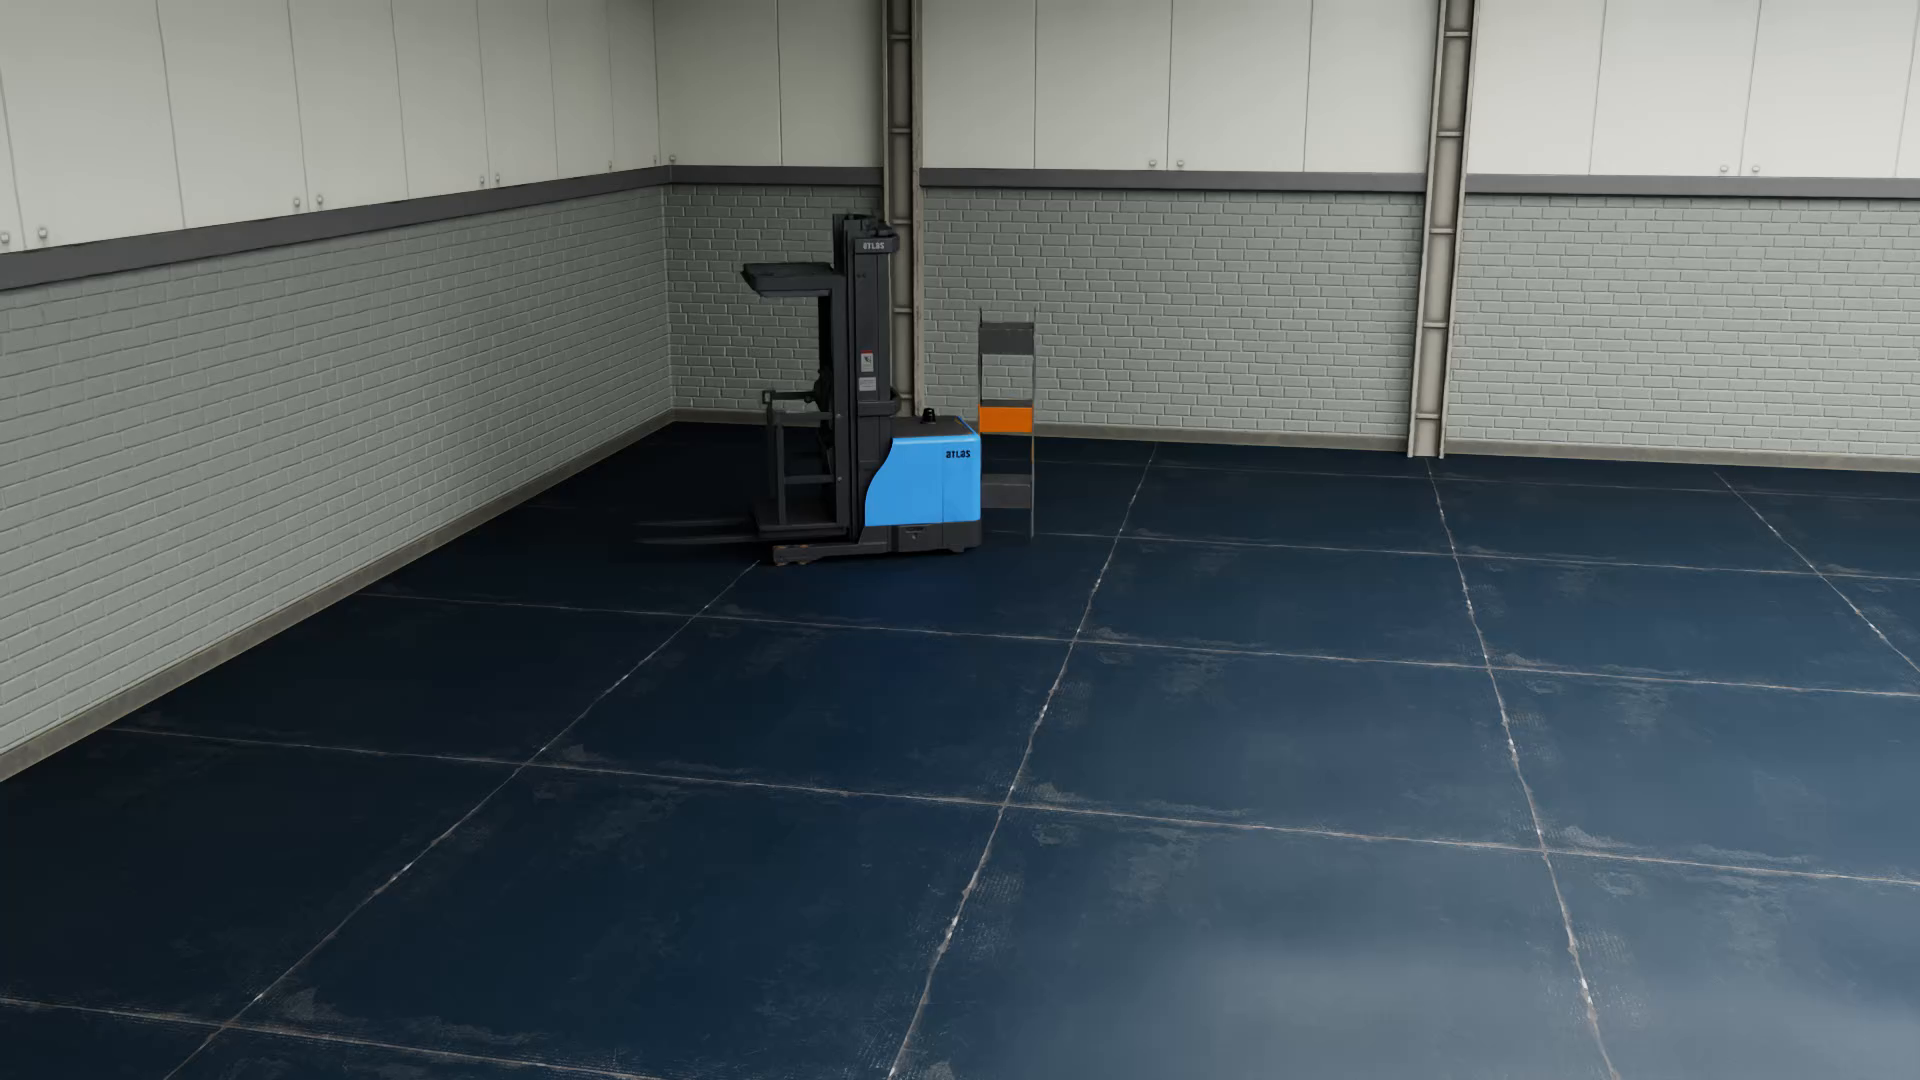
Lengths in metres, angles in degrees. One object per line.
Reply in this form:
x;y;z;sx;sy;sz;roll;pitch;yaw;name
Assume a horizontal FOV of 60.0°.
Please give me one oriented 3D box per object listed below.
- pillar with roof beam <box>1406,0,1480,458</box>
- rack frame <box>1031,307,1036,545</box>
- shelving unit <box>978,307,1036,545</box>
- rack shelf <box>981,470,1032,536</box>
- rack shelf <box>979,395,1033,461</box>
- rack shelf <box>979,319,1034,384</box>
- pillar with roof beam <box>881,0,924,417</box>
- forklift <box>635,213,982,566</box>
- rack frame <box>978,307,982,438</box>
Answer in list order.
4.372;-4.171;13.451;0.400;9.000;9.100;3;16;11;pillar with roof beam
0.663;-1.024;15.015;0.015;2.100;0.400;1;16;3;rack frame
0.419;-1.028;15.028;0.503;2.100;0.431;1;16;3;shelving unit
0.419;-0.340;15.218;0.480;0.518;0.431;1;16;3;rack shelf
0.419;-1.015;15.032;0.480;0.518;0.431;1;16;3;rack shelf
0.419;-1.689;14.845;0.480;0.518;0.431;1;16;3;rack shelf
-1.508;-4.490;14.604;0.400;9.000;9.100;3;16;11;pillar with roof beam
-1.373;-1.344;14.610;3.031;2.935;1.130;-3;16;-11;forklift
0.175;-1.032;15.041;0.015;2.100;0.400;1;16;3;rack frame
